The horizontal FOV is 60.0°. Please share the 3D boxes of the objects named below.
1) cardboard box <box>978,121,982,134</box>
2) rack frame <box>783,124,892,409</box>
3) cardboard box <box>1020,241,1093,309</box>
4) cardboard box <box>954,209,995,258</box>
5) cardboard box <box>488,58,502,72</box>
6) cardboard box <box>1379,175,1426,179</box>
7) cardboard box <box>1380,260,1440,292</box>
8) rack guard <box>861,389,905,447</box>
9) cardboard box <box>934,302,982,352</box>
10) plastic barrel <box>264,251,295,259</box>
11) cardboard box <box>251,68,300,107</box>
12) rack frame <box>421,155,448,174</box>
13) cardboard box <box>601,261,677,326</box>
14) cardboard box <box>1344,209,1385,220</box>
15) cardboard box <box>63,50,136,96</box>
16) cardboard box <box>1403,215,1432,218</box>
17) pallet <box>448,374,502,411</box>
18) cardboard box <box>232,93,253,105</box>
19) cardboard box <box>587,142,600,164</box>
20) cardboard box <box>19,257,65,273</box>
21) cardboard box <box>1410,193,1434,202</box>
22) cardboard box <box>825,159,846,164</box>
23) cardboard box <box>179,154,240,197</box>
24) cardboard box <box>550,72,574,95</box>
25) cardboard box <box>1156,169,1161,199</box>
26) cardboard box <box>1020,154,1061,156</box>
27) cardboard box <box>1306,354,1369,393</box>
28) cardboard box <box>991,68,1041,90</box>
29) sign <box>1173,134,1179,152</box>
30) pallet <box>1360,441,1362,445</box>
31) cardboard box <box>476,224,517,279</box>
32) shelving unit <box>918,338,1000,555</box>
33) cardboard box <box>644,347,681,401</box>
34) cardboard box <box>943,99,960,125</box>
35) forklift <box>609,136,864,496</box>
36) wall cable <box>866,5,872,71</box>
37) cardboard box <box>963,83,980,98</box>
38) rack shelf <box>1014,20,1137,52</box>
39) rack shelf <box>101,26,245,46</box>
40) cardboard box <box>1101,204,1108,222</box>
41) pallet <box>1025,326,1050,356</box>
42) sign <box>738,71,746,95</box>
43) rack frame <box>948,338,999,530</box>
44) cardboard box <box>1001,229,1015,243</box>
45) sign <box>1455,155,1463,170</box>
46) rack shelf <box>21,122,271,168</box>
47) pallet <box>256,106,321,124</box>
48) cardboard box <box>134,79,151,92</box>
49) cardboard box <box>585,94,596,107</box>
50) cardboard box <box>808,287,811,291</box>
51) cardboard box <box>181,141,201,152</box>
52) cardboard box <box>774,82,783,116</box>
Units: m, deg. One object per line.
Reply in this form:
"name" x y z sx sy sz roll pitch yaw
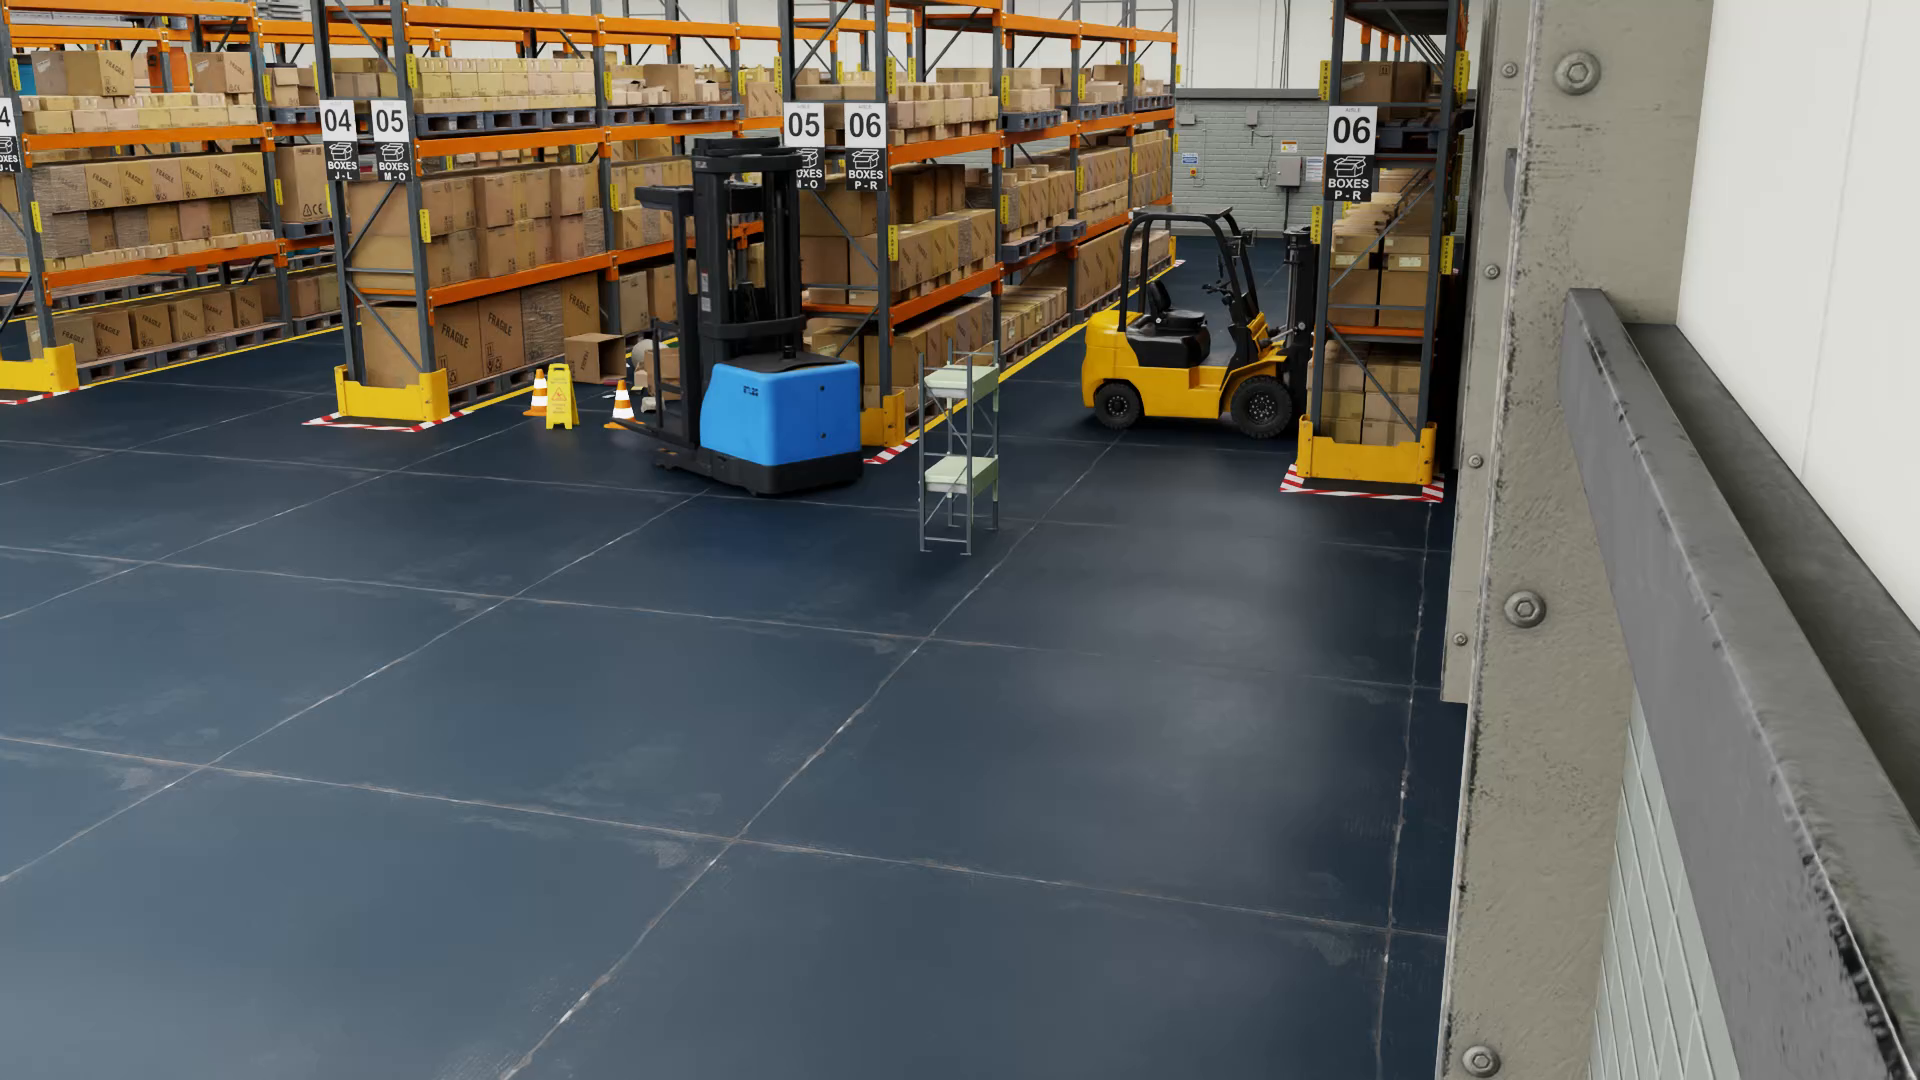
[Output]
"cardboard box" 0.034 -4.603 18.525 0.380 0.149 0.250 5 17 17
"rack frame" -1.149 -2.400 15.794 1.000 3.000 0.127 5 16 16
"cardboard box" 1.400 -3.847 24.020 0.875 0.875 0.875 4 16 15
"cardboard box" 0.100 -3.502 18.951 0.500 0.500 0.500 4 16 14
"cardboard box" -5.162 -5.109 17.892 0.380 0.149 0.250 4 16 15
"cardboard box" 6.299 -4.956 23.851 0.700 0.500 0.500 5 16 16
"cardboard box" 4.145 -2.310 15.294 0.500 0.500 0.500 5 17 18
"rack guard" -1.128 -1.217 16.205 1.175 0.500 0.348 5 16 16
"cardboard box" -0.066 -2.378 18.610 0.500 0.500 0.500 5 17 17
"plastic barrel" -12.361 -5.558 30.005 0.600 0.901 0.708 5 16 16
"cardboard box" -9.285 -6.025 22.119 0.797 0.503 0.637 4 16 13
"rack frame" -8.377 -5.261 25.882 1.000 3.000 0.127 5 16 16
"cardboard box" -4.419 -3.345 22.479 1.050 0.750 0.750 5 16 16
"cardboard box" 4.149 -3.303 17.061 0.380 0.149 0.250 5 17 17
"cardboard box" -9.970 -5.411 19.267 0.500 0.500 0.500 5 16 16
"cardboard box" 4.552 -3.126 16.438 0.380 0.149 0.250 4 16 15
"pallet" -5.772 -1.631 18.193 1.003 0.211 1.213 5 16 16
"cardboard box" -9.329 -5.670 21.371 0.380 0.149 0.250 5 17 18
"cardboard box" -6.712 -6.973 30.273 0.500 0.500 0.500 5 16 16
"cardboard box" -10.341 -3.104 18.735 0.380 0.149 0.250 5 16 16
"cardboard box" 5.986 -4.368 21.362 0.380 0.149 0.250 5 17 18
"cardboard box" -2.152 -6.668 28.281 0.500 0.500 0.500 5 17 17
"cardboard box" -9.519 -4.617 21.050 0.500 0.500 0.500 5 16 16
"cardboard box" -4.825 -5.287 19.253 0.500 0.250 0.500 5 16 16
"cardboard box" 3.221 -6.222 29.085 0.500 0.500 0.500 5 17 17
"cardboard box" 1.158 -5.313 24.047 0.500 0.500 0.500 5 17 17
"cardboard box" 3.443 -1.521 15.132 0.500 0.250 0.500 5 17 18
"cardboard box" 0.670 -5.513 19.861 0.500 0.250 0.500 4 16 15
"sign" 3.914 -7.211 30.200 0.100 0.325 0.005 5 16 16
"pallet" 3.788 -0.878 15.538 1.003 0.211 1.213 5 16 16
"cardboard box" -5.447 -3.213 18.384 0.875 0.550 0.550 5 16 16
"shelving unit" -0.002 -0.720 12.619 0.431 1.500 0.755 5 16 16
"cardboard box" -3.077 -1.855 18.447 0.797 0.503 0.637 -7 17 -23
"cardboard box" -0.311 -4.426 17.168 0.500 0.250 0.500 5 17 17
"forklift" -2.179 -2.121 14.937 1.130 2.935 3.031 -13 20 -38
"wall cable" -1.192 -13.000 36.277 2.277 5.999 0.120 5 16 16
"cardboard box" -0.001 -4.839 17.896 0.380 0.149 0.250 5 17 18
"rack shelf" 1.693 -7.364 24.352 1.077 0.370 4.000 5 16 16
"rack shelf" -16.169 -10.139 33.408 1.077 0.370 4.000 5 16 16
"cardboard box" 1.925 -4.931 24.993 0.500 0.250 0.500 5 16 16
"pallet" 0.552 -2.629 21.711 1.003 0.211 1.213 5 16 16
"sign" -3.121 -6.535 23.783 0.100 0.325 0.005 5 16 16
"rack frame" 0.102 -0.816 12.956 0.400 1.500 0.023 5 16 16
"cardboard box" 0.448 -3.648 19.884 0.380 0.149 0.250 5 17 17
"sign" 7.554 -5.670 25.202 0.100 0.325 0.005 5 16 16
"rack shelf" -10.082 -4.789 20.037 1.077 0.370 4.000 5 16 16
"pallet" -9.236 -5.721 22.349 1.213 0.211 1.003 5 16 16
"cardboard box" -16.221 -8.928 32.669 0.500 0.250 0.500 5 16 16
"cardboard box" -4.584 -5.256 19.874 0.380 0.149 0.250 5 16 16
"cardboard box" -1.282 -2.468 16.496 0.380 0.149 0.250 4 16 15
"cardboard box" -15.895 -8.112 33.918 0.500 0.500 0.500 5 17 18
"cardboard box" -2.961 -6.733 25.390 0.500 0.500 0.500 5 16 16
